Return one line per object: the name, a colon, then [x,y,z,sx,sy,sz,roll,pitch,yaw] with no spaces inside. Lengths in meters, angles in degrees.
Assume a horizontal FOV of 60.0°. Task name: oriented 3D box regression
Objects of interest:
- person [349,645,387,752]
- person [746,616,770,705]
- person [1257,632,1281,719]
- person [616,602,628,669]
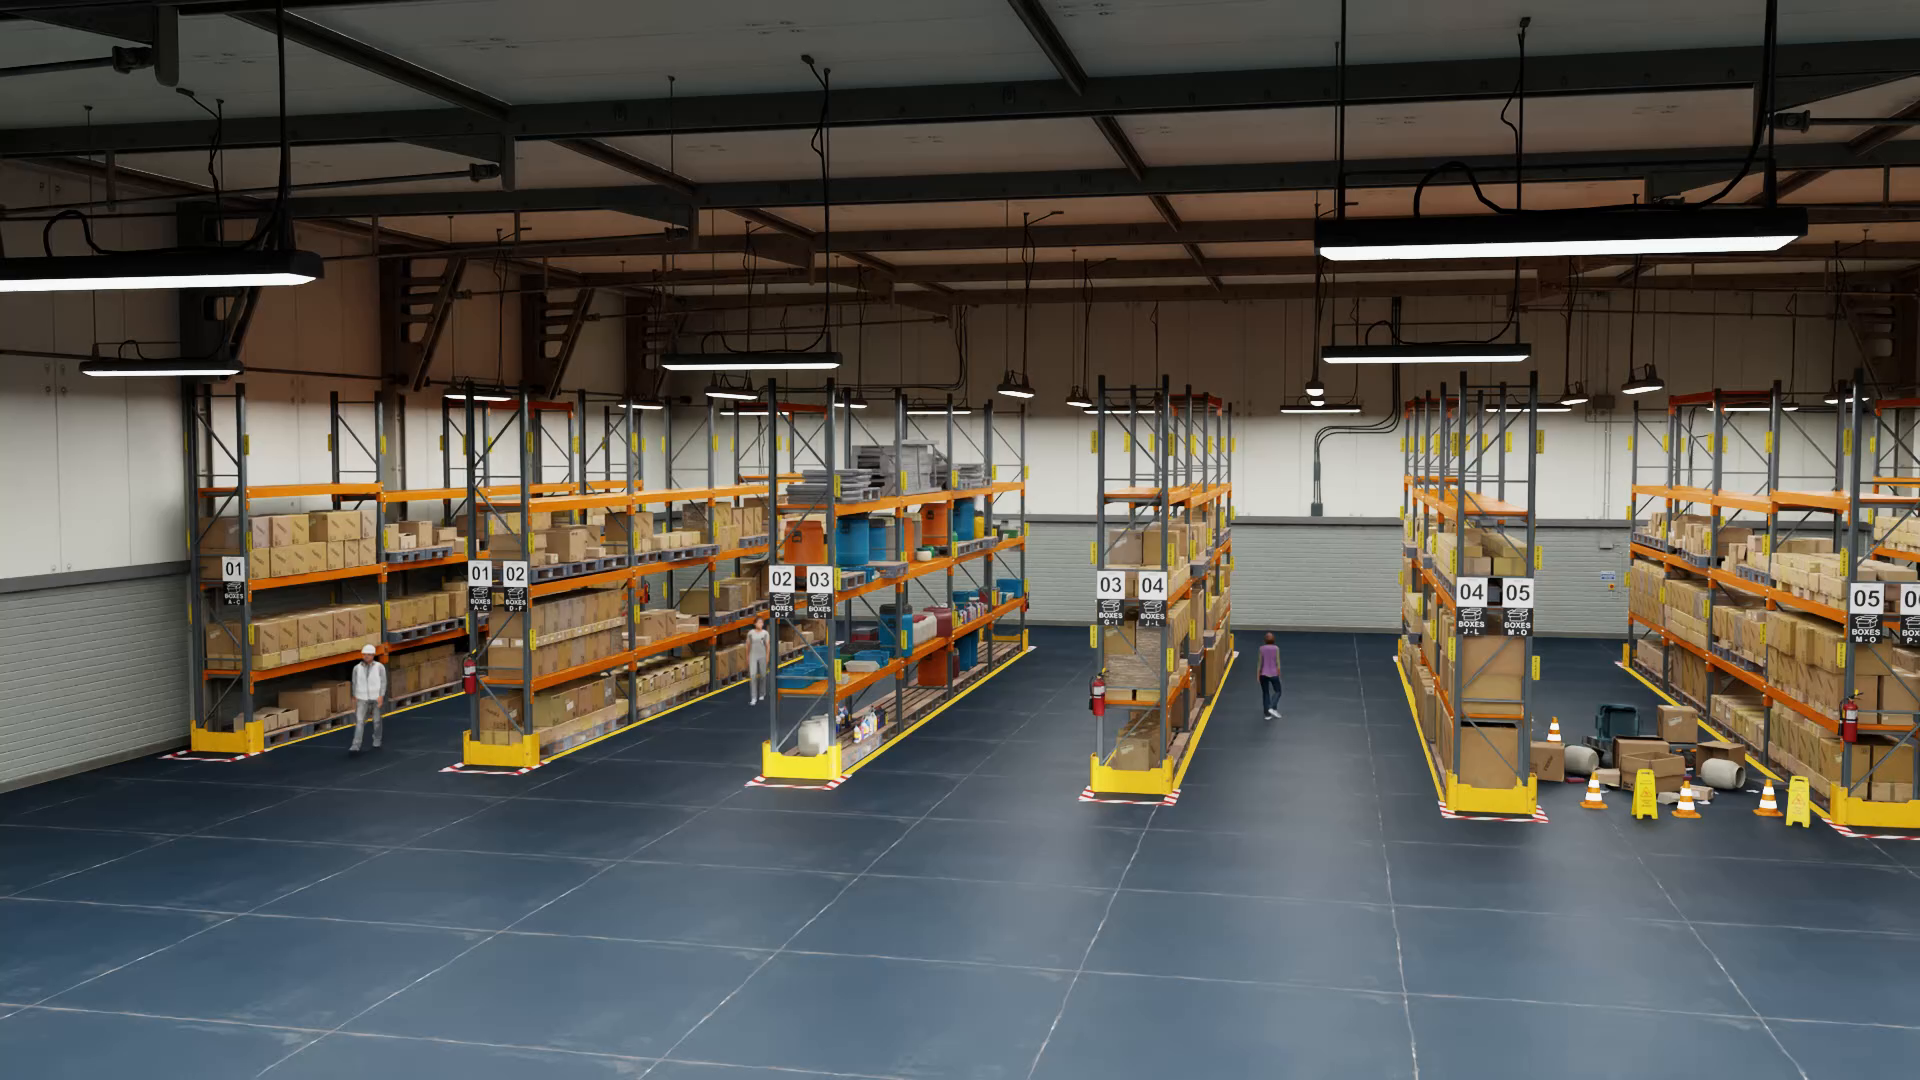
person: [-9.628,2.567,27.073,0.570,1.715,1.054,-1,3,-15]
person: [-3.916,2.333,32.363,0.469,1.663,0.762,-1,3,-12]
person: [5.619,2.480,30.226,0.458,1.596,0.469,1,3,20]
person: [-6.950,2.175,34.654,0.559,1.736,0.731,0,3,-1]
